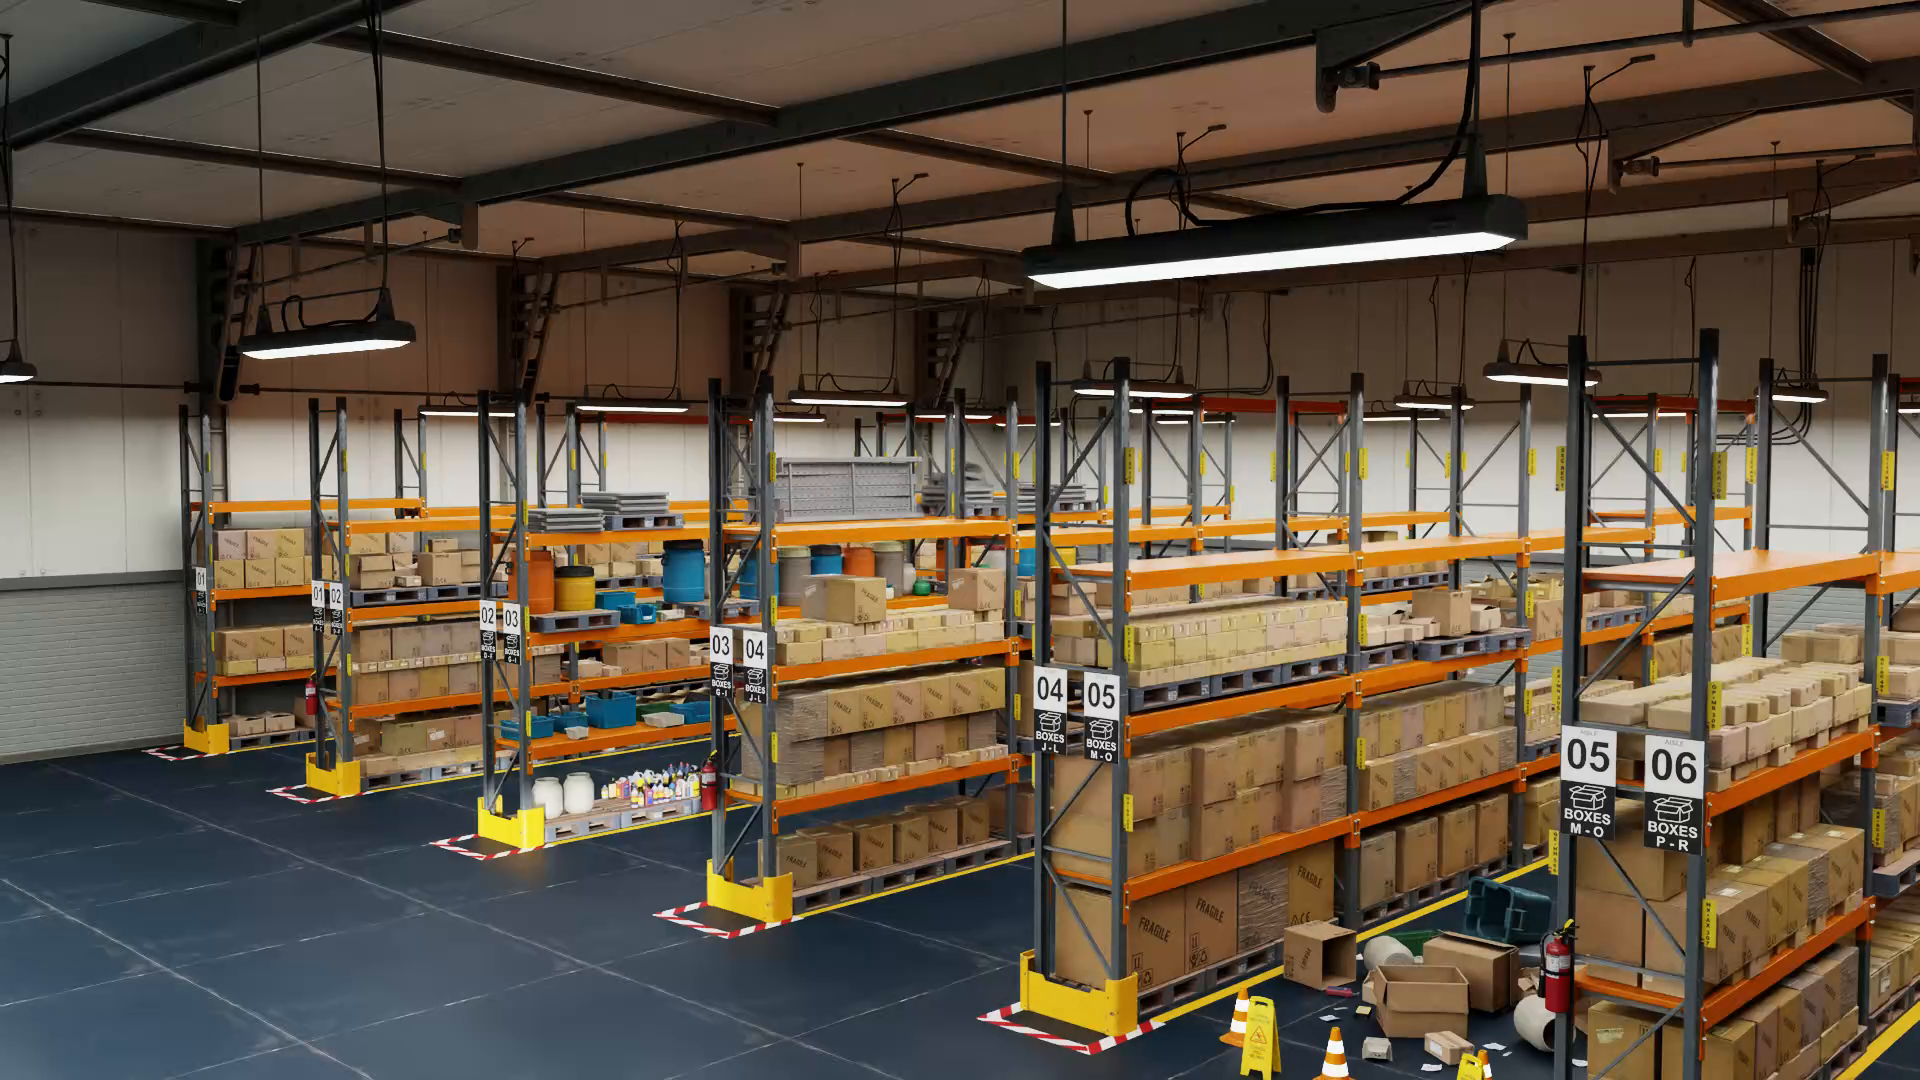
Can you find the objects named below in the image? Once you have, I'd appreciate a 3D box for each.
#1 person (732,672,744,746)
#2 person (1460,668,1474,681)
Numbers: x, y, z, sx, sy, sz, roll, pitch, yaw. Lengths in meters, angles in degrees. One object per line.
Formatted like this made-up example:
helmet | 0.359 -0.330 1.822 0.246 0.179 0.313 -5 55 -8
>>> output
person | -3.791 2.836 28.657 0.600 1.611 0.740 3 4 41
person | 9.389 2.730 31.429 0.556 1.619 0.696 0 3 3
